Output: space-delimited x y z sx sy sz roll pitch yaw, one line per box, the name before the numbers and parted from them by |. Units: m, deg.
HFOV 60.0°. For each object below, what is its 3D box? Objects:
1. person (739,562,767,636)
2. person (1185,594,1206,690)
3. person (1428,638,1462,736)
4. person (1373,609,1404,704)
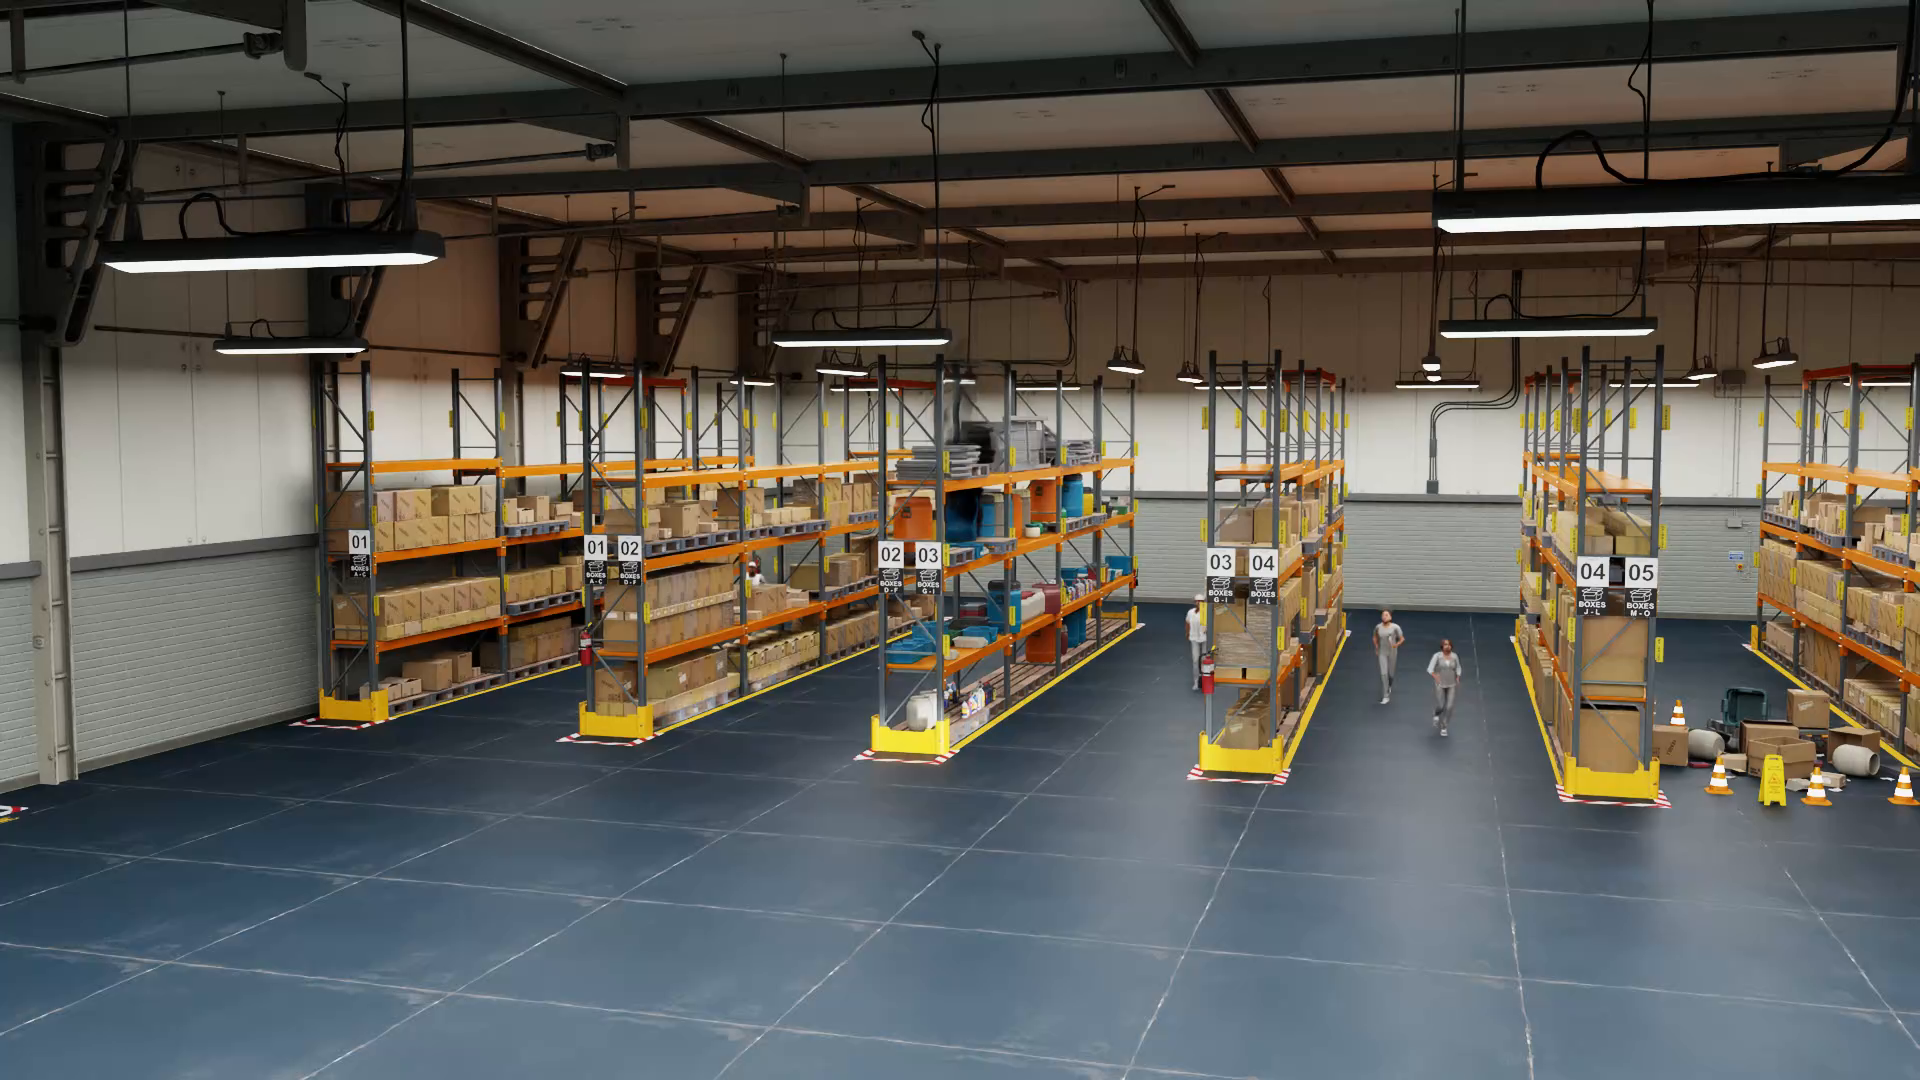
person | -4.814 1.375 38.654 0.685 1.735 0.658 0 4 5
person | 4.535 1.901 31.229 0.688 1.767 0.852 1 4 20
person | 7.733 2.331 26.528 0.534 1.553 0.557 0 4 3
person | 7.642 2.062 29.704 0.563 1.665 0.801 2 4 21
